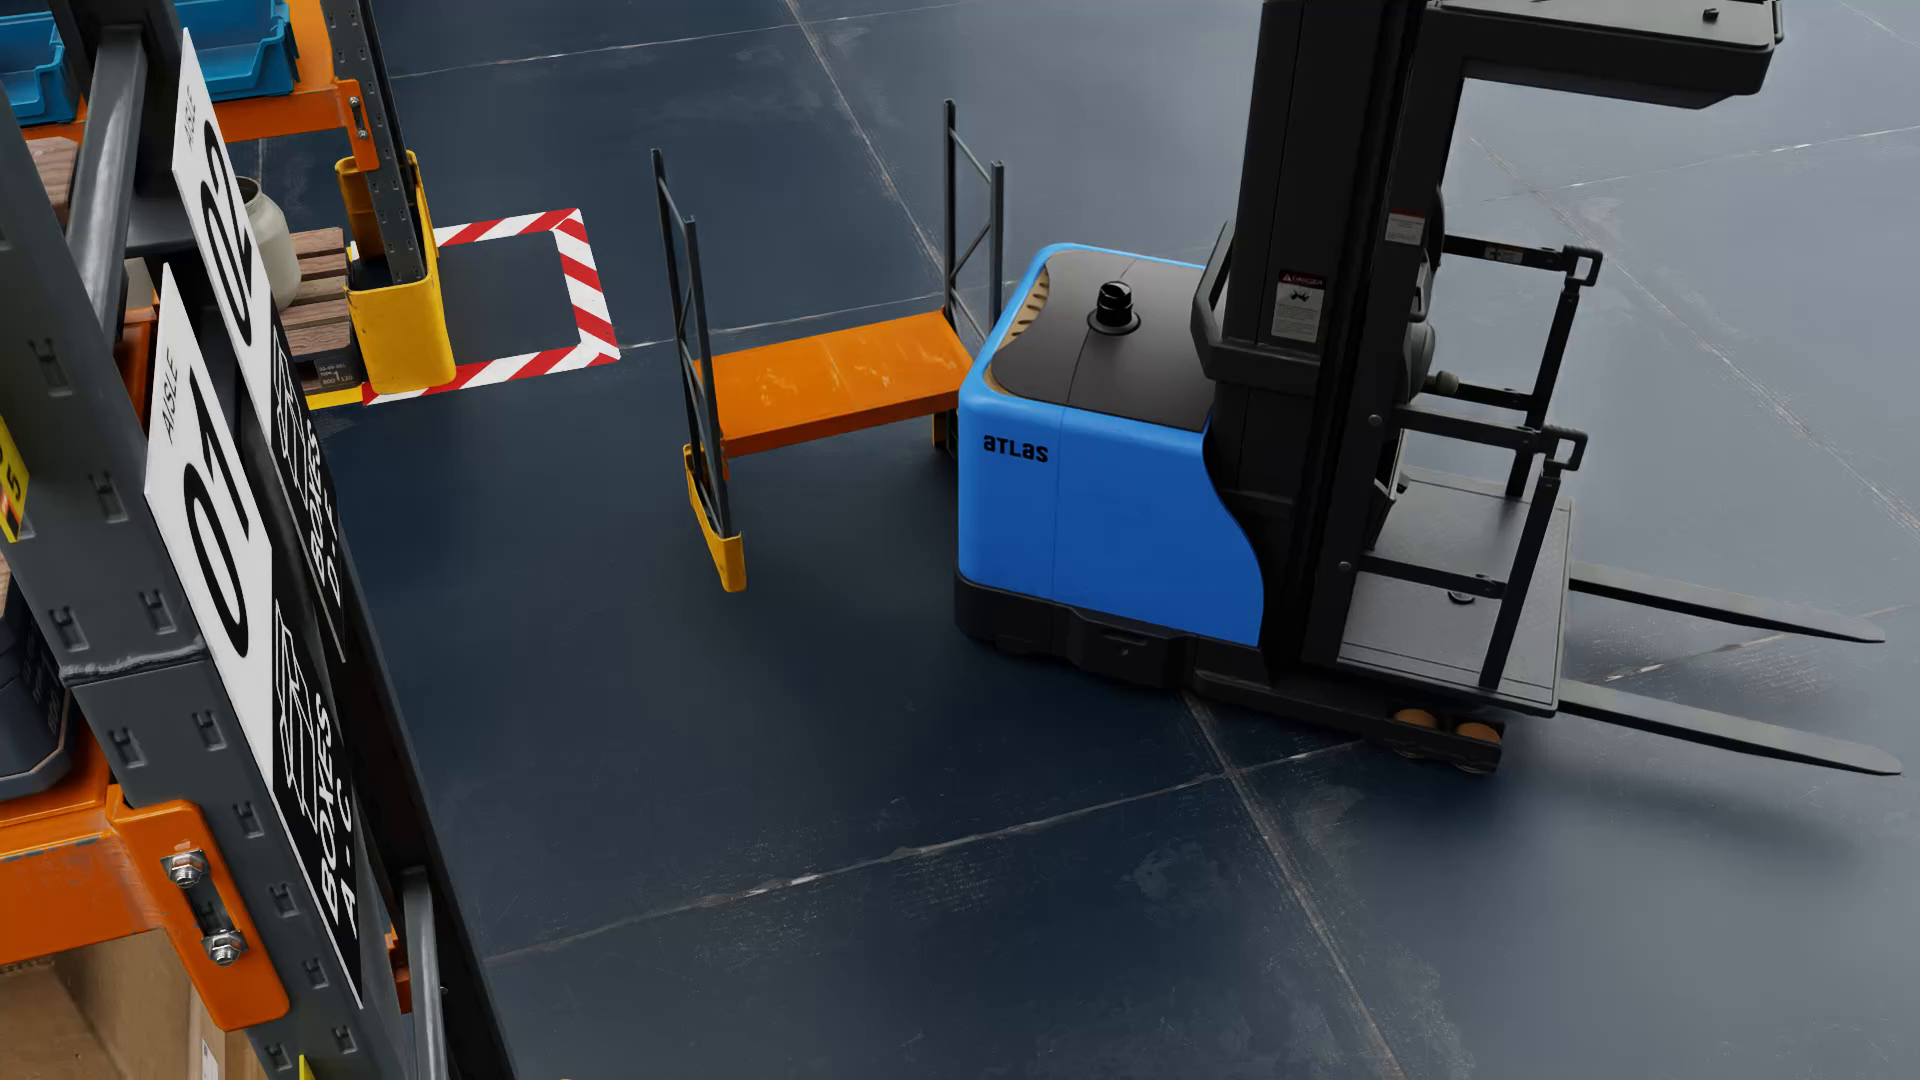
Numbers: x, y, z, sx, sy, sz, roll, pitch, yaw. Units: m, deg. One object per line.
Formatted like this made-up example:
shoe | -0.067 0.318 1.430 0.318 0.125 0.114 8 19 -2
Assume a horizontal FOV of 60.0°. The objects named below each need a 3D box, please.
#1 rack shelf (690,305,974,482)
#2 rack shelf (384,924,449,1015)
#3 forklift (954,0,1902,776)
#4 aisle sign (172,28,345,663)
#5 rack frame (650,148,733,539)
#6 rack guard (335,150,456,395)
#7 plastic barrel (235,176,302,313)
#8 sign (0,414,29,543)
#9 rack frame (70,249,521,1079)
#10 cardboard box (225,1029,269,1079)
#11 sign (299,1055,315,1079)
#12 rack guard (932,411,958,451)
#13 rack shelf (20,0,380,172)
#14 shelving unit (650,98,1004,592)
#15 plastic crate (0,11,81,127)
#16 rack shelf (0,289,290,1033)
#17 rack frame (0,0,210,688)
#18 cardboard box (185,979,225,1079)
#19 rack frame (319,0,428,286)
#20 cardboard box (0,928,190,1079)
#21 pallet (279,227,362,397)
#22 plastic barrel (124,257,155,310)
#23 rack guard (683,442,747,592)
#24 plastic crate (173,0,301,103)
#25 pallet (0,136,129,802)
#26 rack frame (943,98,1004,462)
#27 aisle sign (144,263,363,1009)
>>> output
rack shelf | -0.434 -0.541 6.003 1.000 0.185 0.538 -14 43 -15
rack shelf | -2.823 1.606 2.678 4.000 0.370 1.077 -12 42 -13
forklift | 1.554 -0.745 4.875 3.031 2.935 1.130 12 43 14
aisle sign | -0.945 -0.244 2.273 0.004 0.787 0.394 -12 42 -13
rack frame | -0.911 -0.561 5.752 0.032 1.500 0.500 -14 43 -15
rack guard | -2.458 -1.183 7.224 0.348 0.500 1.175 -12 42 -13
plastic barrel | -3.005 -1.212 6.929 0.421 0.512 0.421 0 41 0
sign | -0.766 -0.150 1.249 0.005 0.325 0.100 -12 42 -13
rack frame | -0.915 0.940 2.894 0.127 3.000 1.000 -12 42 -13
cardboard box | -1.365 0.987 2.765 0.500 0.500 0.700 -12 42 -13
sign | -0.766 0.758 2.042 0.005 0.325 0.100 -12 42 -13
rack guard | 0.024 -0.318 6.424 0.087 0.250 0.587 -14 43 -15
rack shelf | -4.307 -1.503 6.237 4.000 0.370 1.077 -12 42 -13
shelving unit | -0.443 -0.675 5.883 1.083 1.500 0.587 -14 43 -15
plastic crate | -3.408 -1.701 6.031 0.408 0.251 0.499 -12 42 -13
rack shelf | -2.823 0.477 1.691 4.000 0.370 1.077 -12 42 -13
rack frame | -0.915 -1.319 0.920 0.127 3.000 1.000 -12 42 -13
cardboard box | -1.223 0.853 2.424 0.250 0.149 0.380 -12 43 -14
rack frame | -2.400 -2.169 6.453 0.127 3.000 1.000 -12 42 -13
cardboard box | -1.415 0.509 2.326 0.500 0.500 0.700 -12 42 -13
pallet | -3.235 -0.917 7.139 1.213 0.211 1.003 -12 42 -13
plastic barrel | -3.483 -1.113 6.816 0.421 0.512 0.421 0 41 0
rack guard | -0.910 -0.091 6.164 0.087 0.250 0.587 -14 43 -15
plastic crate | -2.787 -1.826 6.173 0.616 0.251 0.499 -12 42 -13
pallet | -1.598 -0.033 1.795 1.213 0.211 1.003 -12 42 -13
rack frame | 0.043 -0.793 6.018 0.032 1.500 0.500 -14 43 -15
aisle sign | -0.765 0.133 1.842 0.004 0.787 0.394 -12 42 -13
